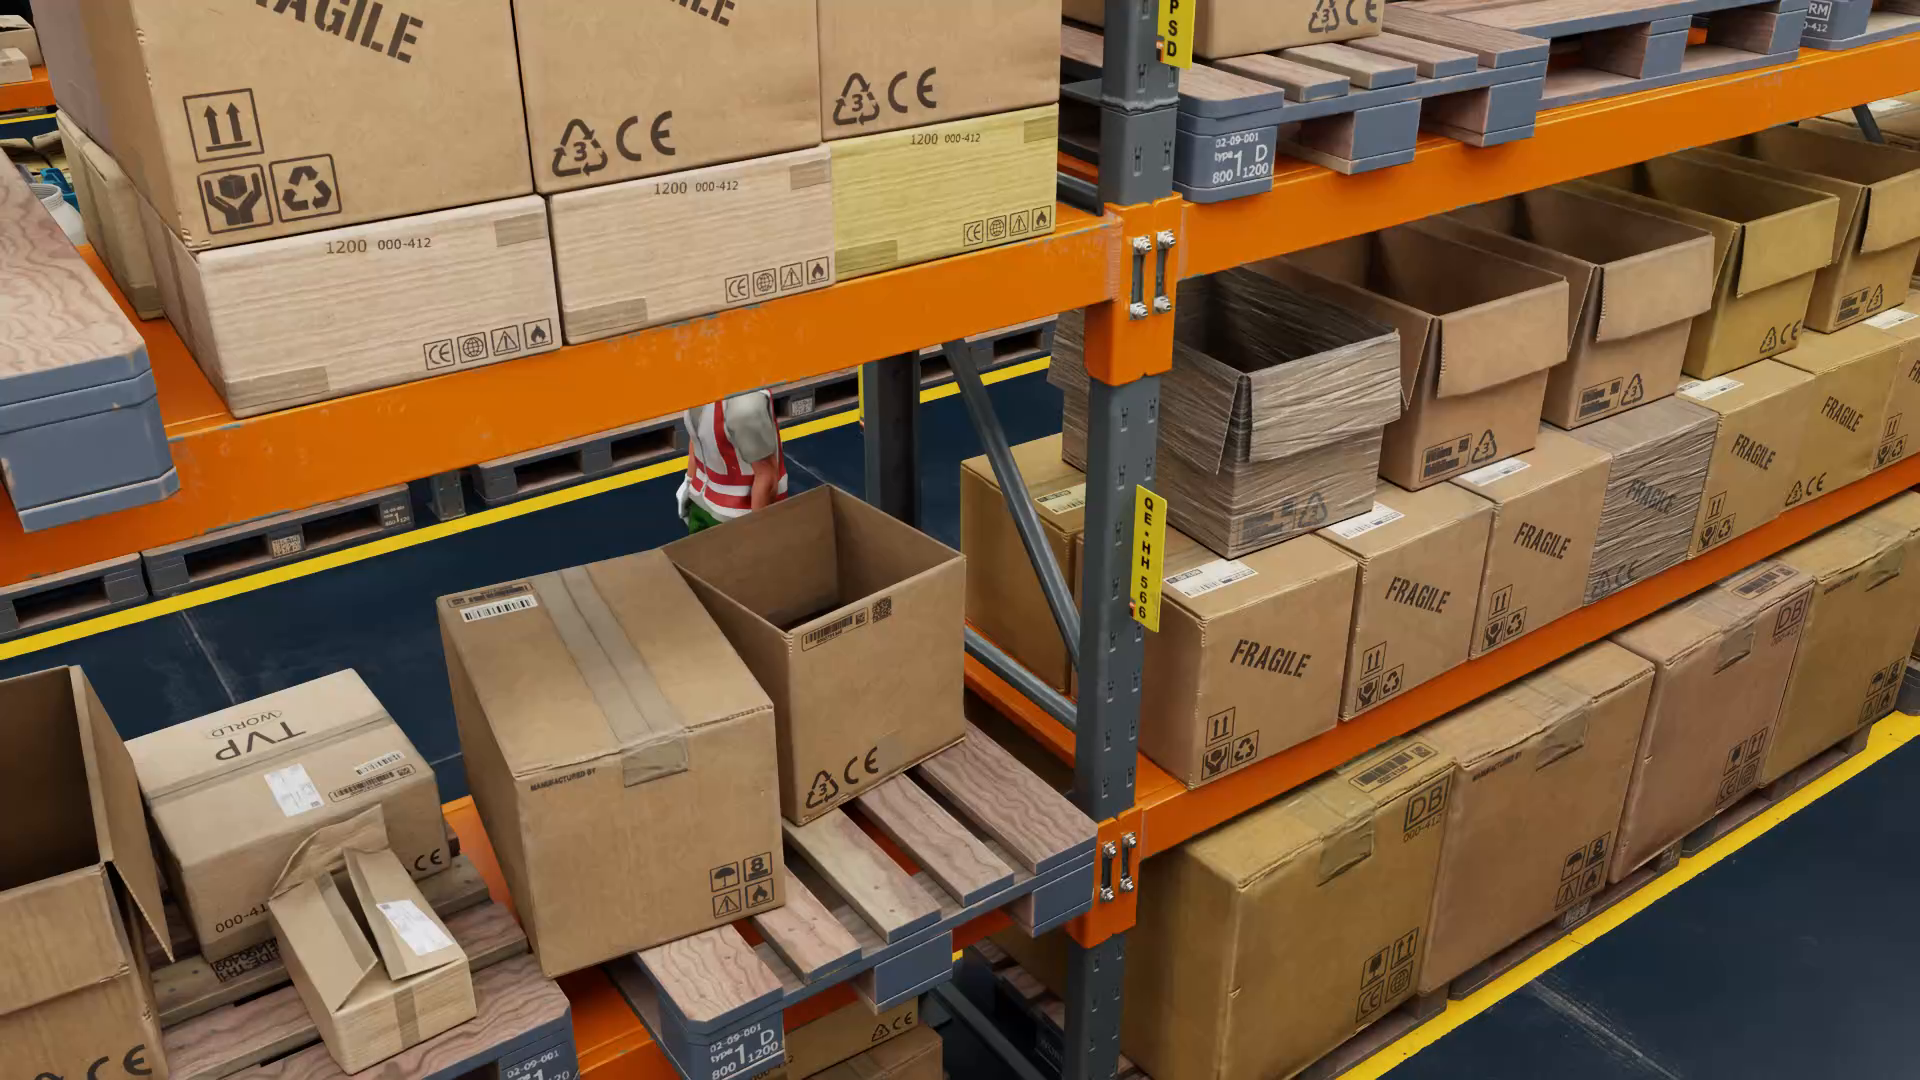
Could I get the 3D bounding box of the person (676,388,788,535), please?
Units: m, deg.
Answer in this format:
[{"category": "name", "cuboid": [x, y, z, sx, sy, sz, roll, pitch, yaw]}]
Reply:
[{"category": "person", "cuboid": [-0.896, -0.099, 6.292, 0.453, 1.778, 0.604, -19, 34, -31]}]
